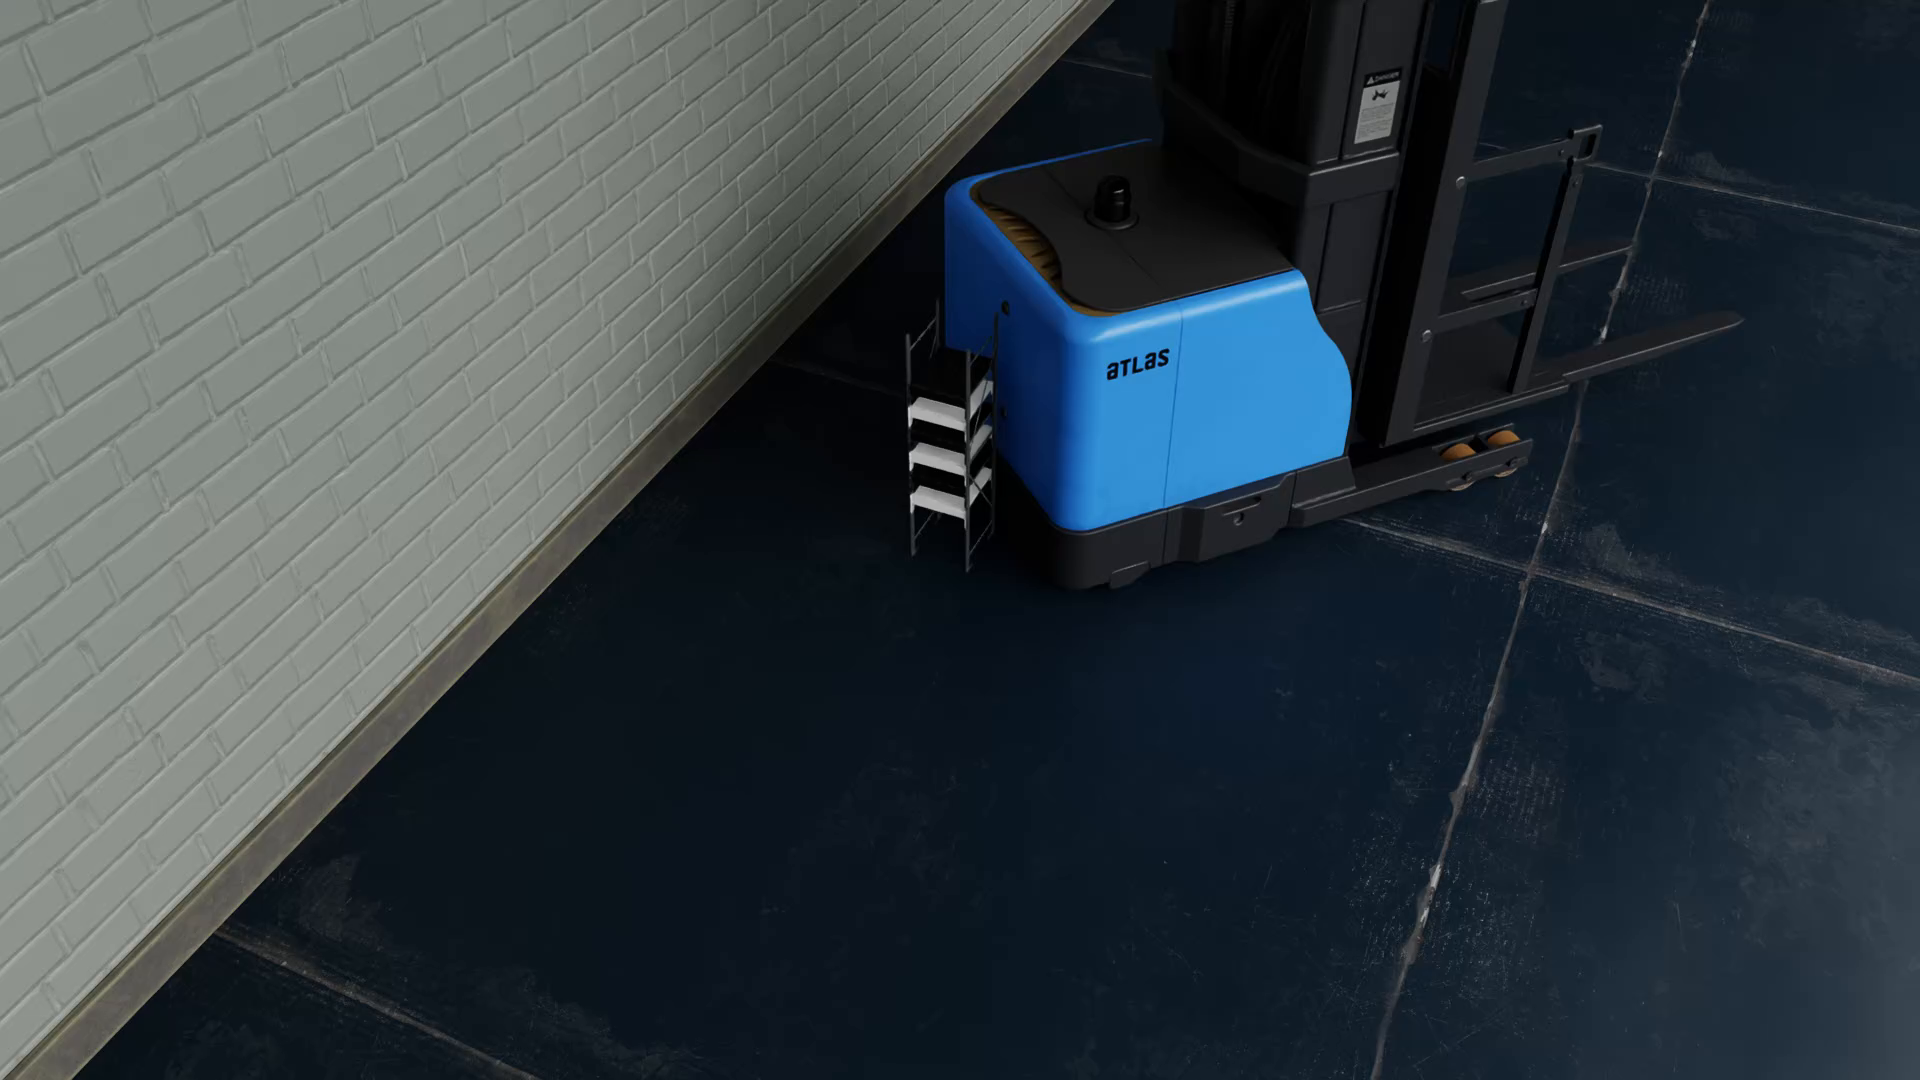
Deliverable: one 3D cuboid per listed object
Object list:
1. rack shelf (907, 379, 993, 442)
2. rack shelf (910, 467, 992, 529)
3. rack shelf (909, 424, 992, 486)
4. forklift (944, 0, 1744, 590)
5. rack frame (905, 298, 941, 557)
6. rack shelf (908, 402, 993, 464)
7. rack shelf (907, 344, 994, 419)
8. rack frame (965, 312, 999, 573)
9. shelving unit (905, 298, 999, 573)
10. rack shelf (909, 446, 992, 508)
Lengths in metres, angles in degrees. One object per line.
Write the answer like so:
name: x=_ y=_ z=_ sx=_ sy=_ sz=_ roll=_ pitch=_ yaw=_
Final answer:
rack shelf: x=-0.024 y=-0.438 z=5.345 sx=0.200 sy=0.077 sz=0.258 roll=16 pitch=43 yaw=18
rack shelf: x=-0.024 y=-0.166 z=5.580 sx=0.200 sy=0.077 sz=0.258 roll=16 pitch=43 yaw=18
rack shelf: x=-0.024 y=-0.302 z=5.463 sx=0.200 sy=0.077 sz=0.258 roll=16 pitch=43 yaw=18
forklift: x=1.497 y=-1.584 z=5.340 sx=3.031 sy=2.935 sz=1.130 roll=-16 pitch=43 yaw=-18
rack frame: x=-0.117 y=-0.354 z=5.472 sx=0.006 sy=0.900 sz=0.240 roll=16 pitch=43 yaw=18
rack shelf: x=-0.024 y=-0.370 z=5.404 sx=0.200 sy=0.077 sz=0.258 roll=16 pitch=43 yaw=18
rack shelf: x=-0.024 y=-0.506 z=5.286 sx=0.200 sy=0.077 sz=0.258 roll=16 pitch=43 yaw=18
rack frame: x=0.069 y=-0.300 z=5.410 sx=0.006 sy=0.900 sz=0.240 roll=16 pitch=43 yaw=18
shelving unit: x=-0.024 y=-0.327 z=5.441 sx=0.210 sy=0.900 sz=0.258 roll=16 pitch=43 yaw=18
rack shelf: x=-0.024 y=-0.234 z=5.522 sx=0.200 sy=0.077 sz=0.258 roll=16 pitch=43 yaw=18
